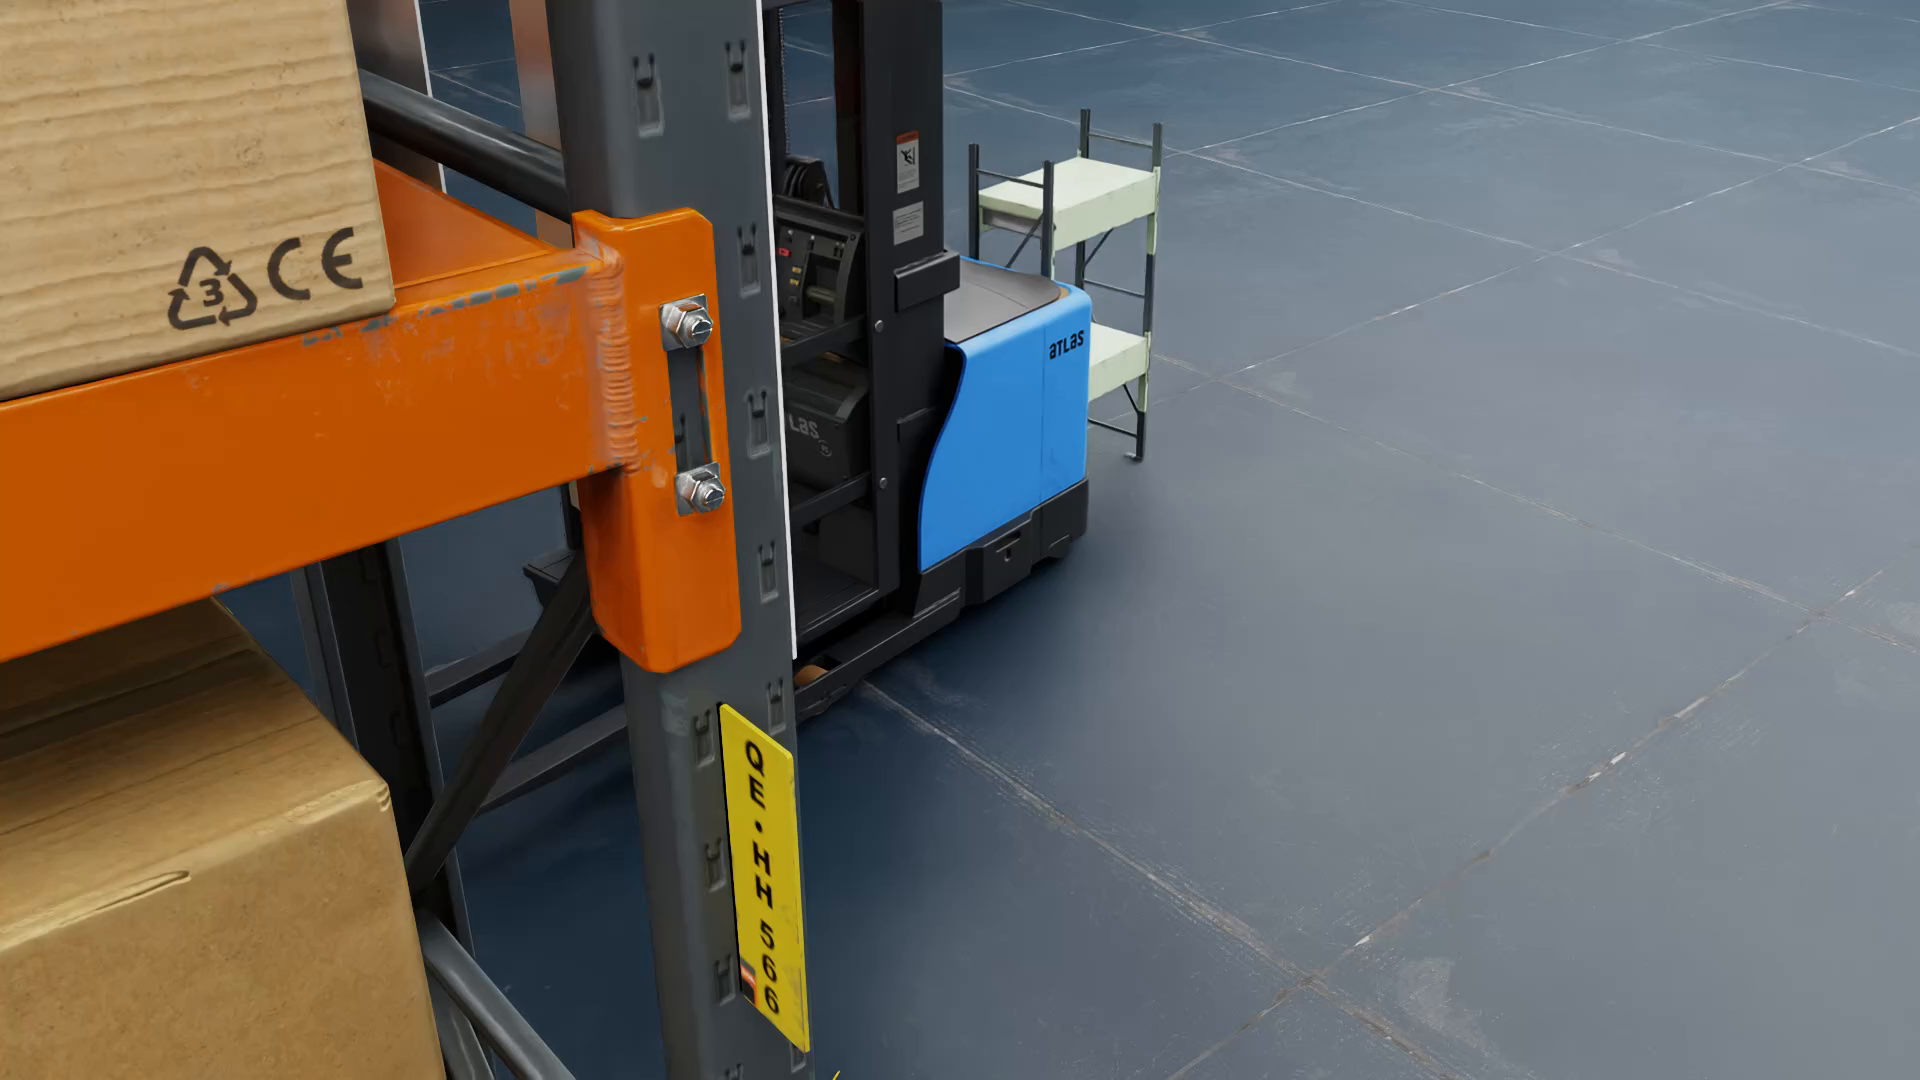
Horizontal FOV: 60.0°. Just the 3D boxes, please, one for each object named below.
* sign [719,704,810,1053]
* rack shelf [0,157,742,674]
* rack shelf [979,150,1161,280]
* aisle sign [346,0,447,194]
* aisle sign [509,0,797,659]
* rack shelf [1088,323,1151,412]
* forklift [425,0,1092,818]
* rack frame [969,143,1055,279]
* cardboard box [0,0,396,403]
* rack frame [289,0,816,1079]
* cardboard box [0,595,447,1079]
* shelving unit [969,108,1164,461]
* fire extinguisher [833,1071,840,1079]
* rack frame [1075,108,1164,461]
[{"bbox_3d":[-0.169,0.299,1.445,0.005,0.325,0.100,-22,35,-35],"label":"sign"},{"bbox_3d":[-2.035,0.350,0.494,4.000,0.370,1.077,-22,35,-35],"label":"rack shelf"},{"bbox_3d":[0.429,-1.292,6.748,0.431,0.370,0.720,22,35,35],"label":"rack shelf"},{"bbox_3d":[-0.661,-0.529,1.800,0.004,0.787,0.394,-22,35,-35],"label":"aisle sign"},{"bbox_3d":[-0.272,-0.314,1.397,0.004,0.787,0.394,-22,35,-35],"label":"aisle sign"},{"bbox_3d":[0.429,-0.660,7.086,0.431,0.370,0.720,22,35,35],"label":"rack shelf"},{"bbox_3d":[-0.821,-0.897,5.318,1.130,2.935,3.031,22,35,35],"label":"forklift"},{"bbox_3d":[0.194,-0.816,6.685,0.400,1.500,0.023,22,35,35],"label":"rack frame"},{"bbox_3d":[-0.715,-0.275,1.058,0.500,0.250,0.500,-21,35,-34],"label":"cardboard box"},{"bbox_3d":[-0.516,0.743,2.178,0.053,2.616,0.949,-22,35,-35],"label":"rack frame"},{"bbox_3d":[-0.772,0.384,1.366,0.500,0.500,0.500,-22,35,-35],"label":"cardboard box"},{"bbox_3d":[0.429,-0.948,6.932,0.431,1.500,0.755,22,35,35],"label":"shelving unit"},{"bbox_3d":[-0.127,0.908,1.950,0.183,0.674,0.296,-22,35,-35],"label":"fire extinguisher"},{"bbox_3d":[0.664,-1.080,7.180,0.400,1.500,0.023,22,35,35],"label":"rack frame"}]
